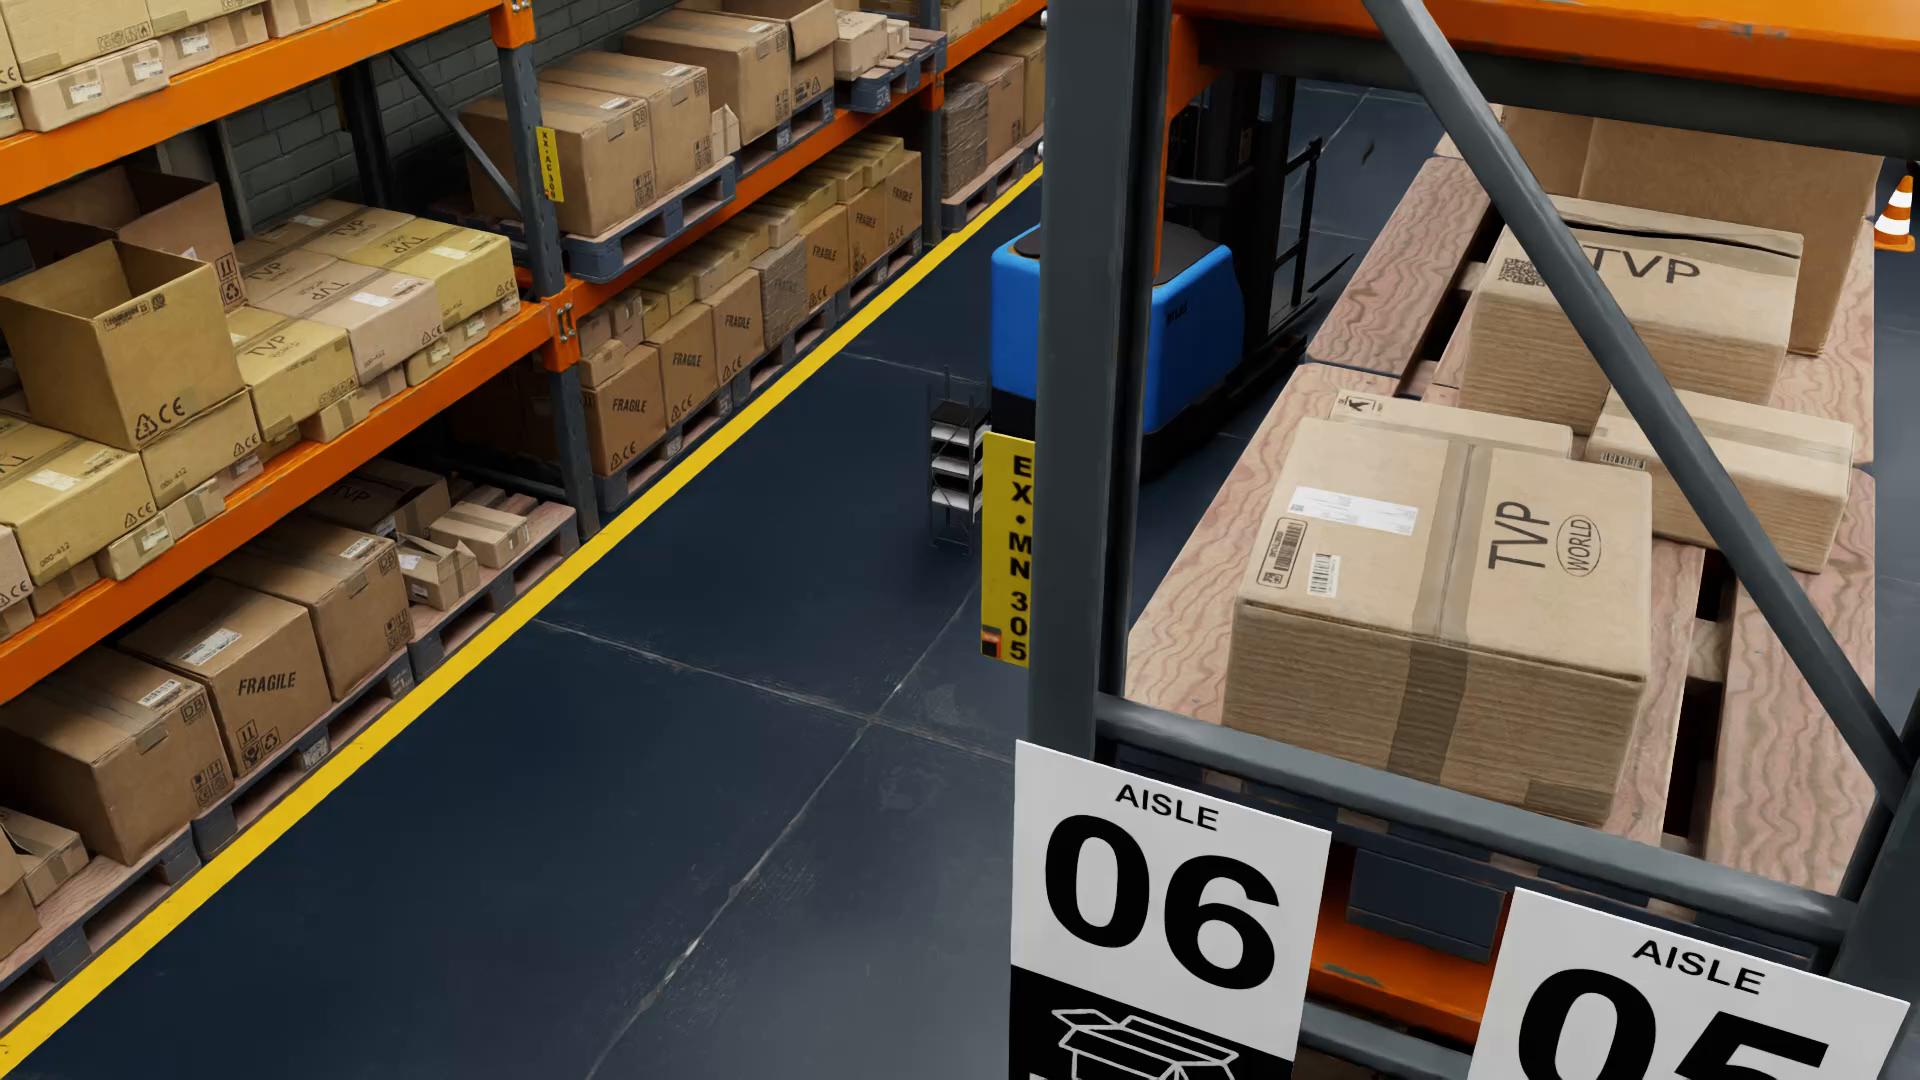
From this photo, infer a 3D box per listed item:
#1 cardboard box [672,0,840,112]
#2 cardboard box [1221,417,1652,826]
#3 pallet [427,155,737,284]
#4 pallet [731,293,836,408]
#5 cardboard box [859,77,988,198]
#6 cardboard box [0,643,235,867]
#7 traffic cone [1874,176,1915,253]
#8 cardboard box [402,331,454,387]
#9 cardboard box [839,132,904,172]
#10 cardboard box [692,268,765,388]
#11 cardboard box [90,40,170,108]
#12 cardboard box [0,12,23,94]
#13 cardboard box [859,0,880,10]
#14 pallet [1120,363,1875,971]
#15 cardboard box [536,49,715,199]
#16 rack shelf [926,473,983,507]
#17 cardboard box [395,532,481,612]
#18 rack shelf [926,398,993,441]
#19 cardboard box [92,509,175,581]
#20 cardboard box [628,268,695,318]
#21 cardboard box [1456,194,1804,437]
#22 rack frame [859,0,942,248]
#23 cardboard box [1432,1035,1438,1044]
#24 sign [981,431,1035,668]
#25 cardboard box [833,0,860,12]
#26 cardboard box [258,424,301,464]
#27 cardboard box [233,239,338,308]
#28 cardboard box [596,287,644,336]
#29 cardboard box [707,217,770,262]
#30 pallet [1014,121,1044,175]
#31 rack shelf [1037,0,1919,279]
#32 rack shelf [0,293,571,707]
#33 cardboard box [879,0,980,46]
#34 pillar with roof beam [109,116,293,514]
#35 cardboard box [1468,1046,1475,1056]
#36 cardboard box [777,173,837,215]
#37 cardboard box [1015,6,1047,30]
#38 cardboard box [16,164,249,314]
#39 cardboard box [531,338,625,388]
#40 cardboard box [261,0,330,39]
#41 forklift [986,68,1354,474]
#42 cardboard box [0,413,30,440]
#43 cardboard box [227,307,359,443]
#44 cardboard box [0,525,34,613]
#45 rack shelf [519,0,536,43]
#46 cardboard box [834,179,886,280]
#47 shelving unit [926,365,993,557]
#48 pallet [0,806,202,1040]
[{"bbox_3d":[-1.118,-2.741,9.218,0.797,0.503,0.637,13,36,19],"label":"cardboard box"},{"bbox_3d":[0.667,0.090,2.305,0.500,0.250,0.500,11,35,16],"label":"cardboard box"},{"bbox_3d":[-1.843,-1.678,8.249,1.003,0.211,1.213,14,36,20],"label":"pallet"},{"bbox_3d":[-1.461,-1.243,9.953,1.003,0.211,1.213,14,36,20],"label":"pallet"},{"bbox_3d":[-0.329,-2.868,11.671,0.875,0.625,0.625,15,36,22],"label":"cardboard box"},{"bbox_3d":[-3.215,0.777,6.227,0.700,0.500,0.500,16,36,22],"label":"cardboard box"},{"bbox_3d":[6.334,-2.233,11.234,0.336,0.463,0.334,14,36,20],"label":"traffic cone"},{"bbox_3d":[-2.356,-0.794,6.955,0.380,0.149,0.250,15,36,22],"label":"cardboard box"},{"bbox_3d":[-0.579,-2.475,10.594,0.380,0.149,0.250,12,35,18],"label":"cardboard box"},{"bbox_3d":[-1.443,-1.220,9.272,0.500,0.500,0.500,13,35,19],"label":"cardboard box"},{"bbox_3d":[-2.776,-1.514,5.318,0.380,0.149,0.250,15,36,21],"label":"cardboard box"},{"bbox_3d":[-3.096,-1.378,4.745,0.500,0.250,0.500,13,35,19],"label":"cardboard box"},{"bbox_3d":[-0.647,-3.597,11.138,0.500,0.250,0.500,13,36,19],"label":"cardboard box"},{"bbox_3d":[0.861,0.154,2.624,1.003,0.211,1.213,14,36,20],"label":"pallet"},{"bbox_3d":[-1.654,-2.050,8.167,0.700,0.500,0.500,15,36,21],"label":"cardboard box"},{"bbox_3d":[-0.003,-0.269,8.065,0.258,0.077,0.200,14,36,20],"label":"rack shelf"},{"bbox_3d":[-2.392,0.105,7.465,0.396,0.266,0.258,15,36,22],"label":"cardboard box"},{"bbox_3d":[-0.003,-0.570,7.867,0.258,0.077,0.200,14,36,20],"label":"rack shelf"},{"bbox_3d":[-2.979,-0.019,5.773,0.380,0.149,0.250,13,35,19],"label":"cardboard box"},{"bbox_3d":[-1.639,-1.330,8.848,0.380,0.149,0.250,14,36,20],"label":"cardboard box"},{"bbox_3d":[1.232,-0.425,3.034,0.500,0.311,0.500,15,36,21],"label":"cardboard box"},{"bbox_3d":[-0.603,-3.378,10.666,1.000,3.000,0.127,14,36,20],"label":"rack frame"},{"bbox_3d":[1.208,1.270,3.486,0.500,0.500,0.500,14,36,20],"label":"cardboard box"},{"bbox_3d":[0.073,0.021,2.012,0.100,0.325,0.005,14,36,20],"label":"sign"},{"bbox_3d":[-0.960,-3.375,10.187,0.500,0.500,0.500,16,36,23],"label":"cardboard box"},{"bbox_3d":[-2.781,-0.433,6.404,0.380,0.149,0.250,15,36,21],"label":"cardboard box"},{"bbox_3d":[-2.932,-1.011,6.922,0.500,0.250,0.500,14,36,20],"label":"cardboard box"},{"bbox_3d":[-1.819,-1.169,8.332,0.380,0.149,0.250,12,35,18],"label":"cardboard box"},{"bbox_3d":[-1.309,-1.710,9.428,0.380,0.149,0.250,14,36,21],"label":"cardboard box"},{"bbox_3d":[0.289,-3.218,12.965,1.003,0.211,1.213,14,36,20],"label":"pallet"},{"bbox_3d":[1.397,-1.293,3.036,1.077,0.370,4.000,14,36,20],"label":"rack shelf"},{"bbox_3d":[-3.113,-0.089,6.306,1.077,0.370,4.000,14,36,20],"label":"rack shelf"},{"bbox_3d":[-0.195,-3.480,10.958,0.500,0.250,0.500,14,36,21],"label":"cardboard box"},{"bbox_3d":[0.524,-2.767,4.263,9.100,9.000,0.400,14,36,20],"label":"pillar with roof beam"},{"bbox_3d":[0.960,0.899,2.549,0.380,0.149,0.250,15,36,21],"label":"cardboard box"},{"bbox_3d":[-0.967,-2.090,10.007,0.380,0.149,0.250,15,36,22],"label":"cardboard box"},{"bbox_3d":[0.531,-3.905,13.253,0.875,0.625,0.625,14,36,20],"label":"cardboard box"},{"bbox_3d":[-3.141,-1.080,6.343,0.500,0.500,0.500,13,35,19],"label":"cardboard box"},{"bbox_3d":[-1.884,-0.905,8.199,0.380,0.149,0.250,16,36,23],"label":"cardboard box"},{"bbox_3d":[-2.491,-1.914,5.927,0.380,0.149,0.250,14,36,20],"label":"cardboard box"},{"bbox_3d":[1.398,-2.328,9.128,1.130,2.935,3.031,21,39,29],"label":"forklift"},{"bbox_3d":[-3.570,-0.247,5.757,0.500,0.250,0.500,15,36,22],"label":"cardboard box"},{"bbox_3d":[-2.685,-0.639,6.355,0.500,0.250,0.500,14,36,20],"label":"cardboard box"},{"bbox_3d":[-3.304,0.130,5.182,0.500,0.250,0.500,15,36,21],"label":"cardboard box"},{"bbox_3d":[-1.439,-3.335,8.521,1.077,0.370,4.000,14,36,20],"label":"rack shelf"},{"bbox_3d":[-0.803,-2.001,10.463,0.500,0.500,0.500,14,36,20],"label":"cardboard box"},{"bbox_3d":[-0.003,-0.372,7.997,0.258,0.900,0.210,14,36,20],"label":"shelving unit"},{"bbox_3d":[-3.585,1.338,6.018,1.003,0.211,1.213,14,36,20],"label":"pallet"}]
